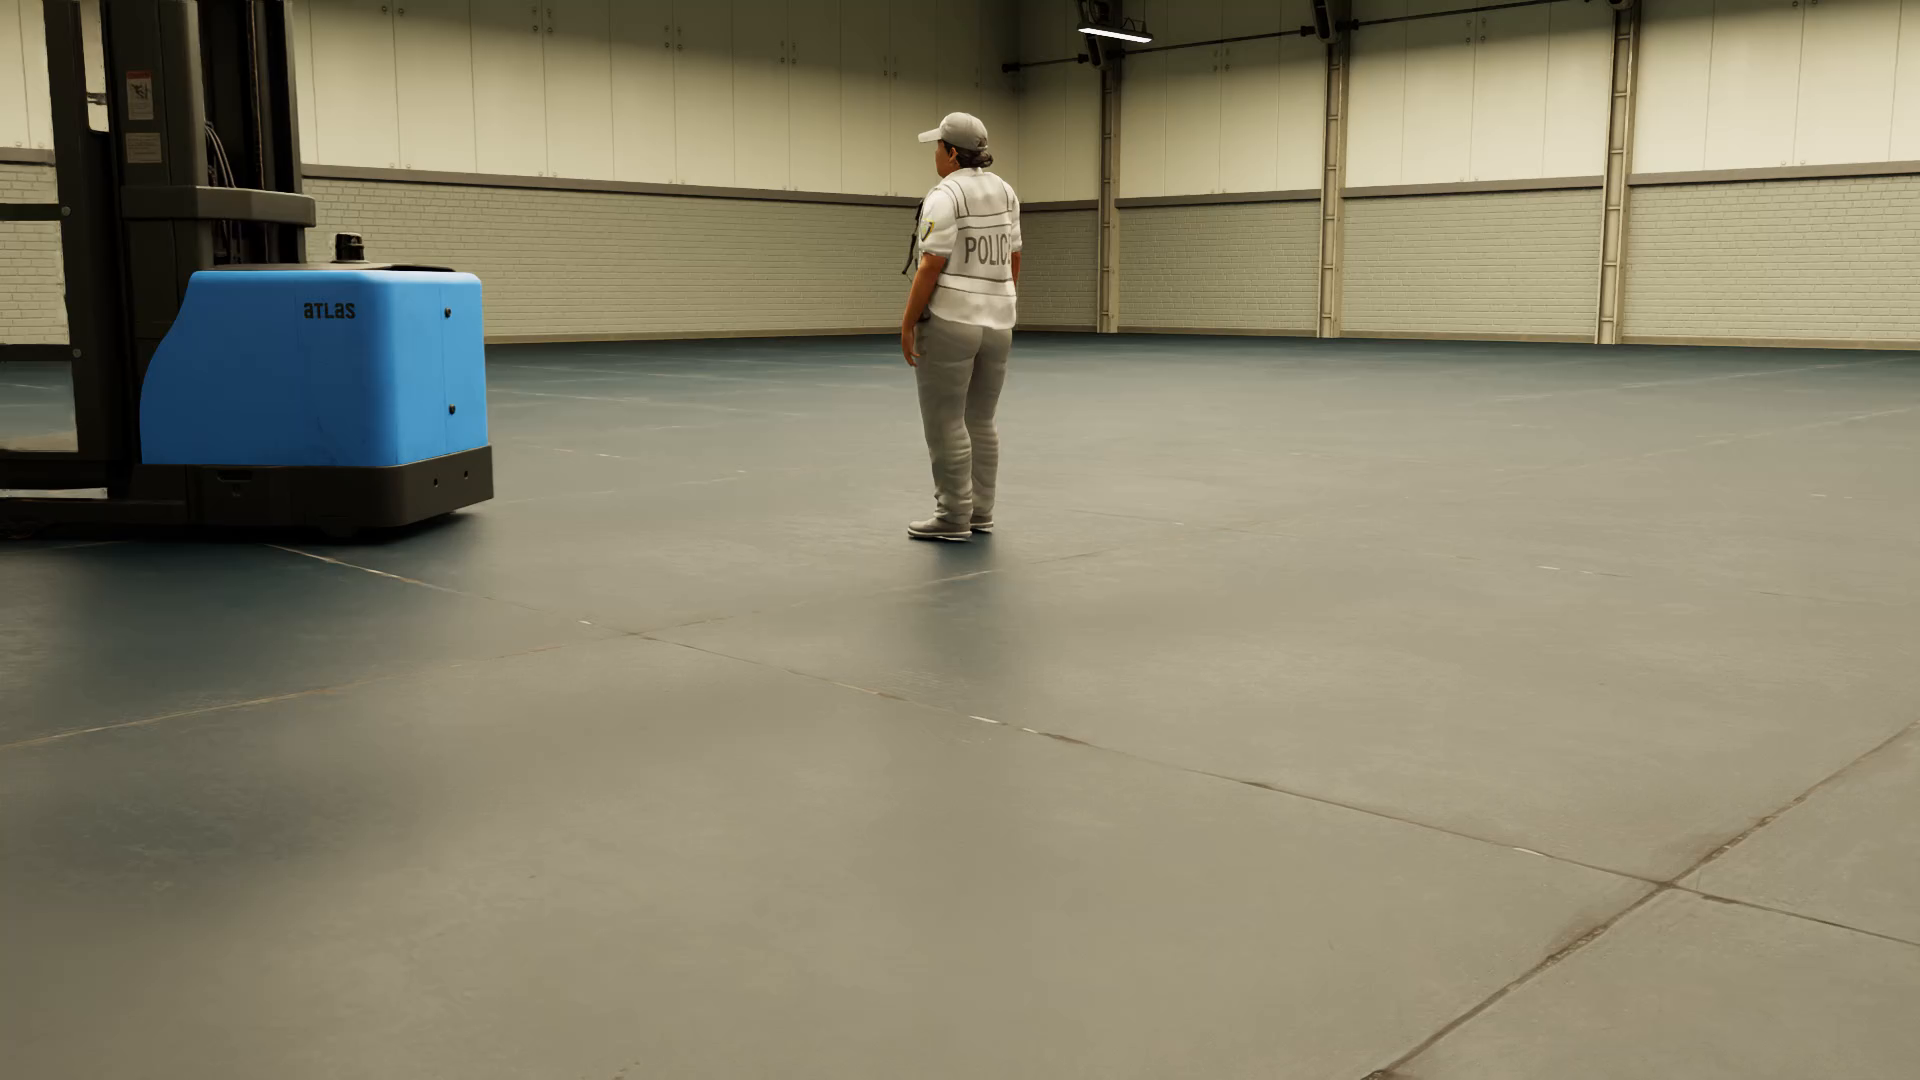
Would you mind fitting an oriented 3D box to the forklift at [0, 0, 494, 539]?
[{"bbox_3d":[-3.656,-1.530,7.034,3.031,2.935,1.130,1,9,7],"label":"forklift"}]

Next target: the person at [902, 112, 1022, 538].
[{"bbox_3d":[-0.039,-0.843,6.661,0.529,1.670,0.598,8,12,43],"label":"person"}]
